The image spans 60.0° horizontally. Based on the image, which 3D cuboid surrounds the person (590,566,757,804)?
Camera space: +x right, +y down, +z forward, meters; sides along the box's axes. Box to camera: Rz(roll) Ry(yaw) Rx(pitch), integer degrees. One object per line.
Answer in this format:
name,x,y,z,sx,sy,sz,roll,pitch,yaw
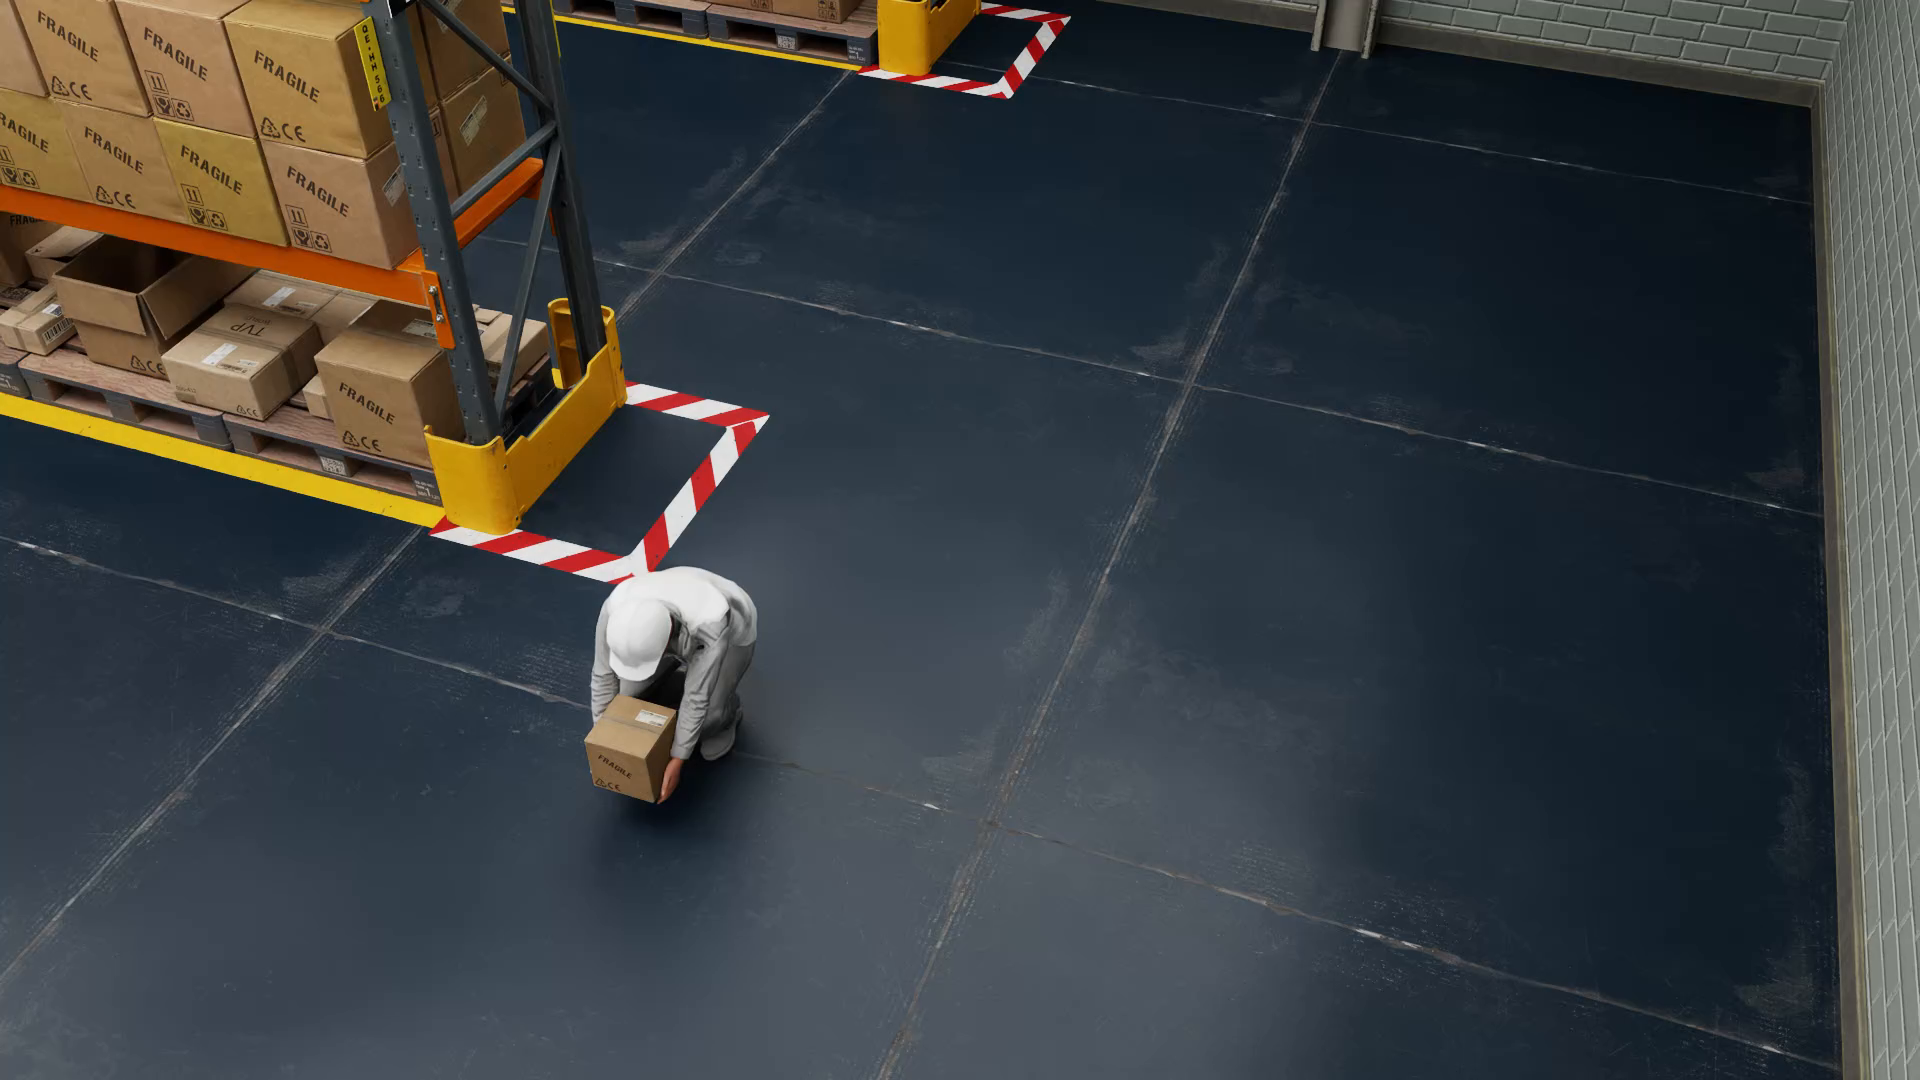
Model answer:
person,-1.076,0.428,6.240,0.527,1.010,0.863,13,43,15
